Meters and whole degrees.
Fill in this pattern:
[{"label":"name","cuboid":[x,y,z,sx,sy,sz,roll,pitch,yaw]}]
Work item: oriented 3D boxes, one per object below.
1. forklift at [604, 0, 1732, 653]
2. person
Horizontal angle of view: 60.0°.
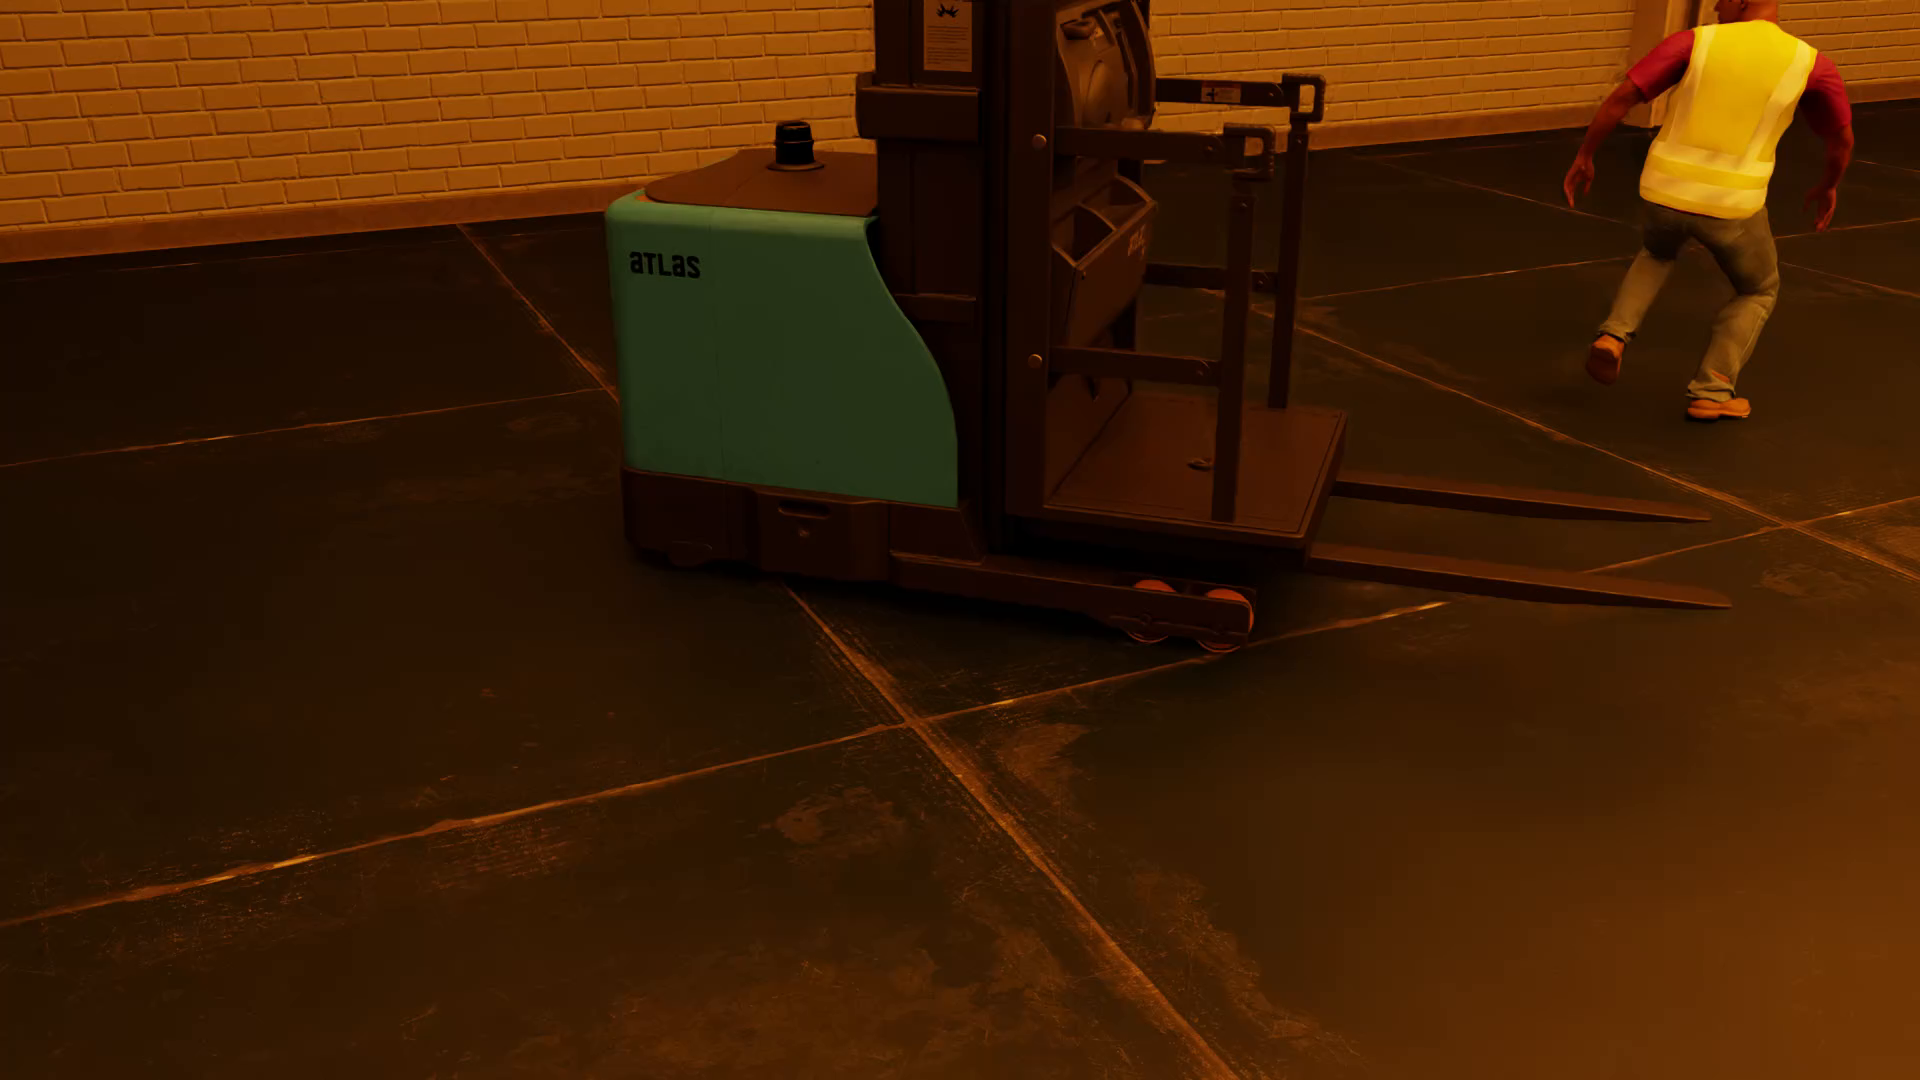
[{"label":"forklift","cuboid":[0.580,-1.284,4.376,3.031,2.935,1.130,7,24,17]},{"label":"person","cuboid":[2.705,-1.272,6.024,0.859,1.664,0.621,16,28,34]}]
